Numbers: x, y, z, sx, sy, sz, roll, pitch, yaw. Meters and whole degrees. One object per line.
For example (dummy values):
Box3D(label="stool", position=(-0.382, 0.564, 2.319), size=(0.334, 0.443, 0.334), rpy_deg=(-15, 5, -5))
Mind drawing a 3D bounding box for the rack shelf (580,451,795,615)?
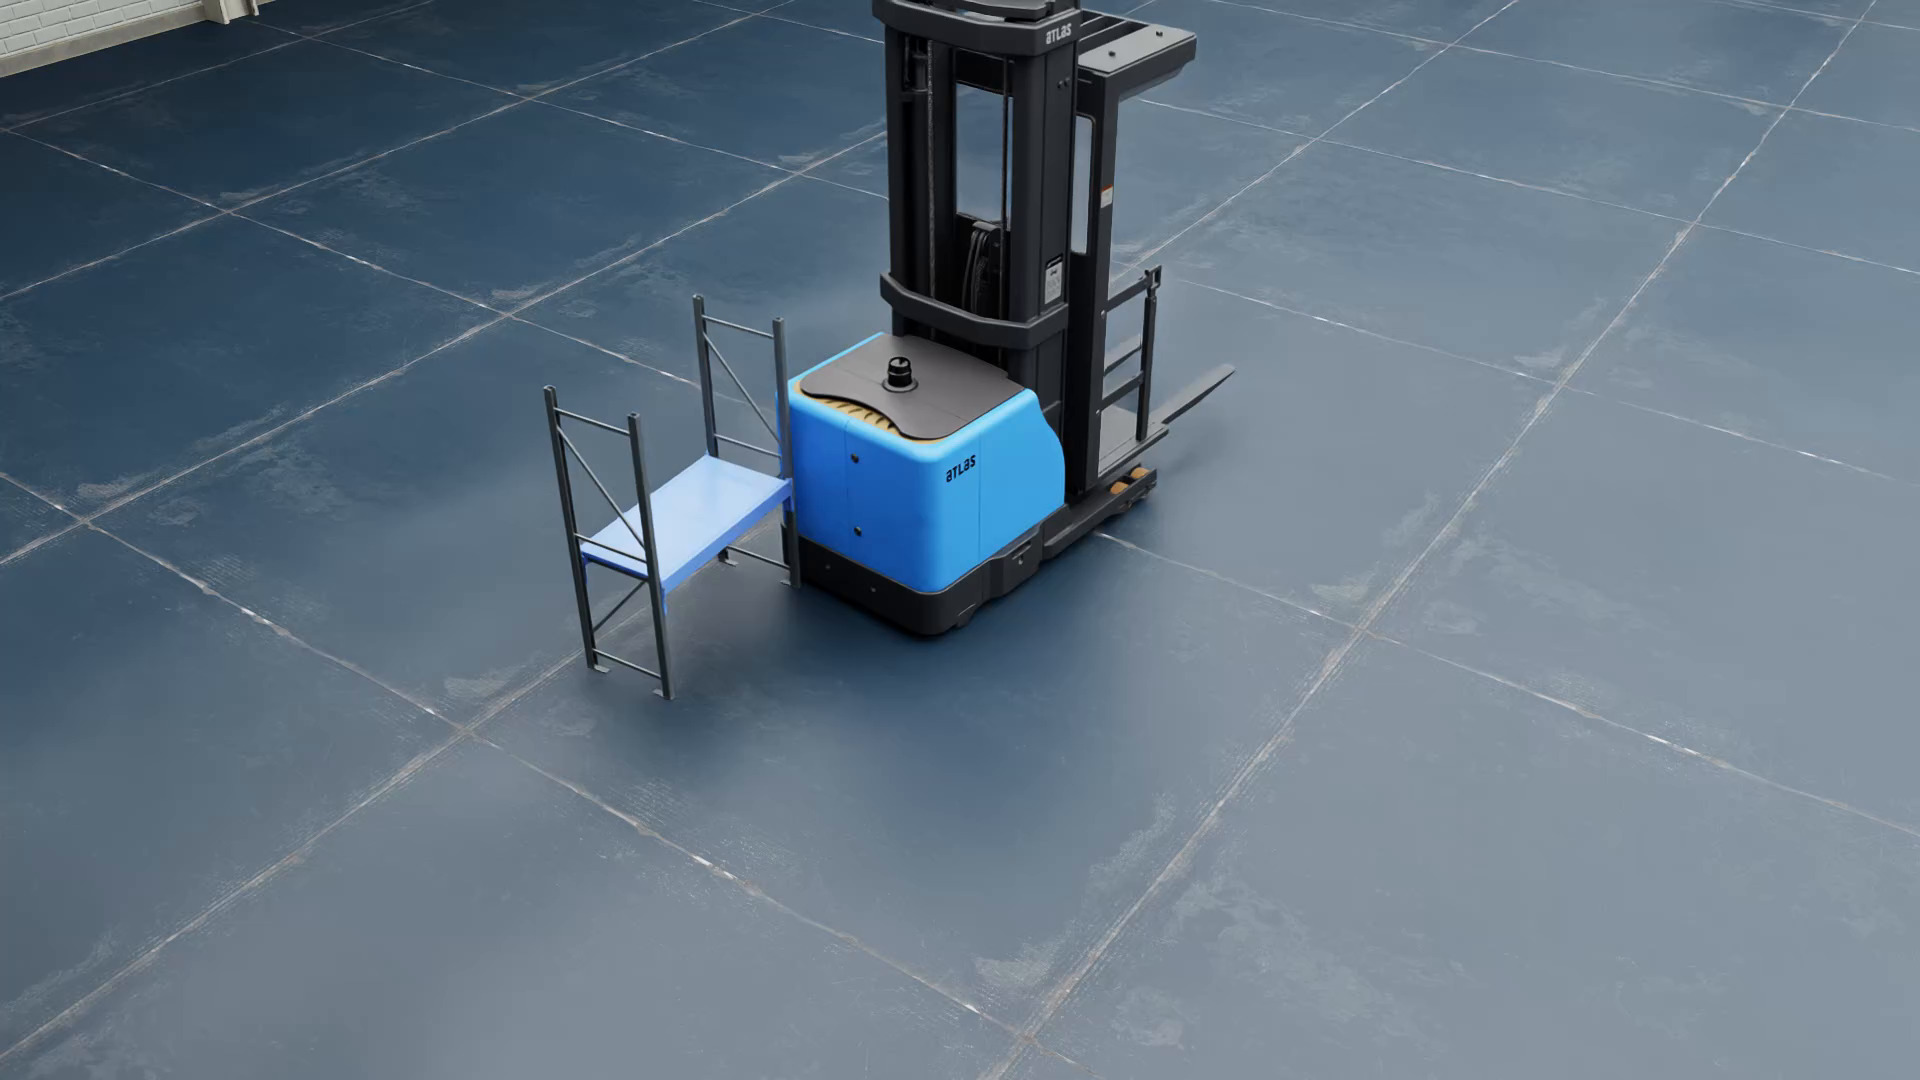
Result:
Box3D(label="rack shelf", position=(-1.281, -0.054, 7.812), size=(0.538, 0.185, 1.000), rpy_deg=(18, 38, 25))

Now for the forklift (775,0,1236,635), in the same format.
Box3D(label="forklift", position=(0.421, -1.518, 8.378), size=(1.130, 2.935, 3.031), rpy_deg=(25, 41, 32))

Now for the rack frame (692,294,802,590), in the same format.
Box3D(label="rack frame", position=(-1.024, -0.449, 8.075), size=(0.500, 1.500, 0.032), rpy_deg=(18, 38, 25))

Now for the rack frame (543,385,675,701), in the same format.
Box3D(label="rack frame", position=(-1.538, 0.043, 7.348), size=(0.500, 1.500, 0.032), rpy_deg=(18, 38, 25))

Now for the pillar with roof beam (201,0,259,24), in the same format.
Box3D(label="pillar with roof beam", position=(-3.623, -7.506, 11.816), size=(9.100, 9.000, 0.400), rpy_deg=(21, 39, 28))

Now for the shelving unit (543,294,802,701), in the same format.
Box3D(label="shelving unit", position=(-1.281, -0.203, 7.711), size=(0.538, 1.500, 1.048), rpy_deg=(18, 38, 25))
